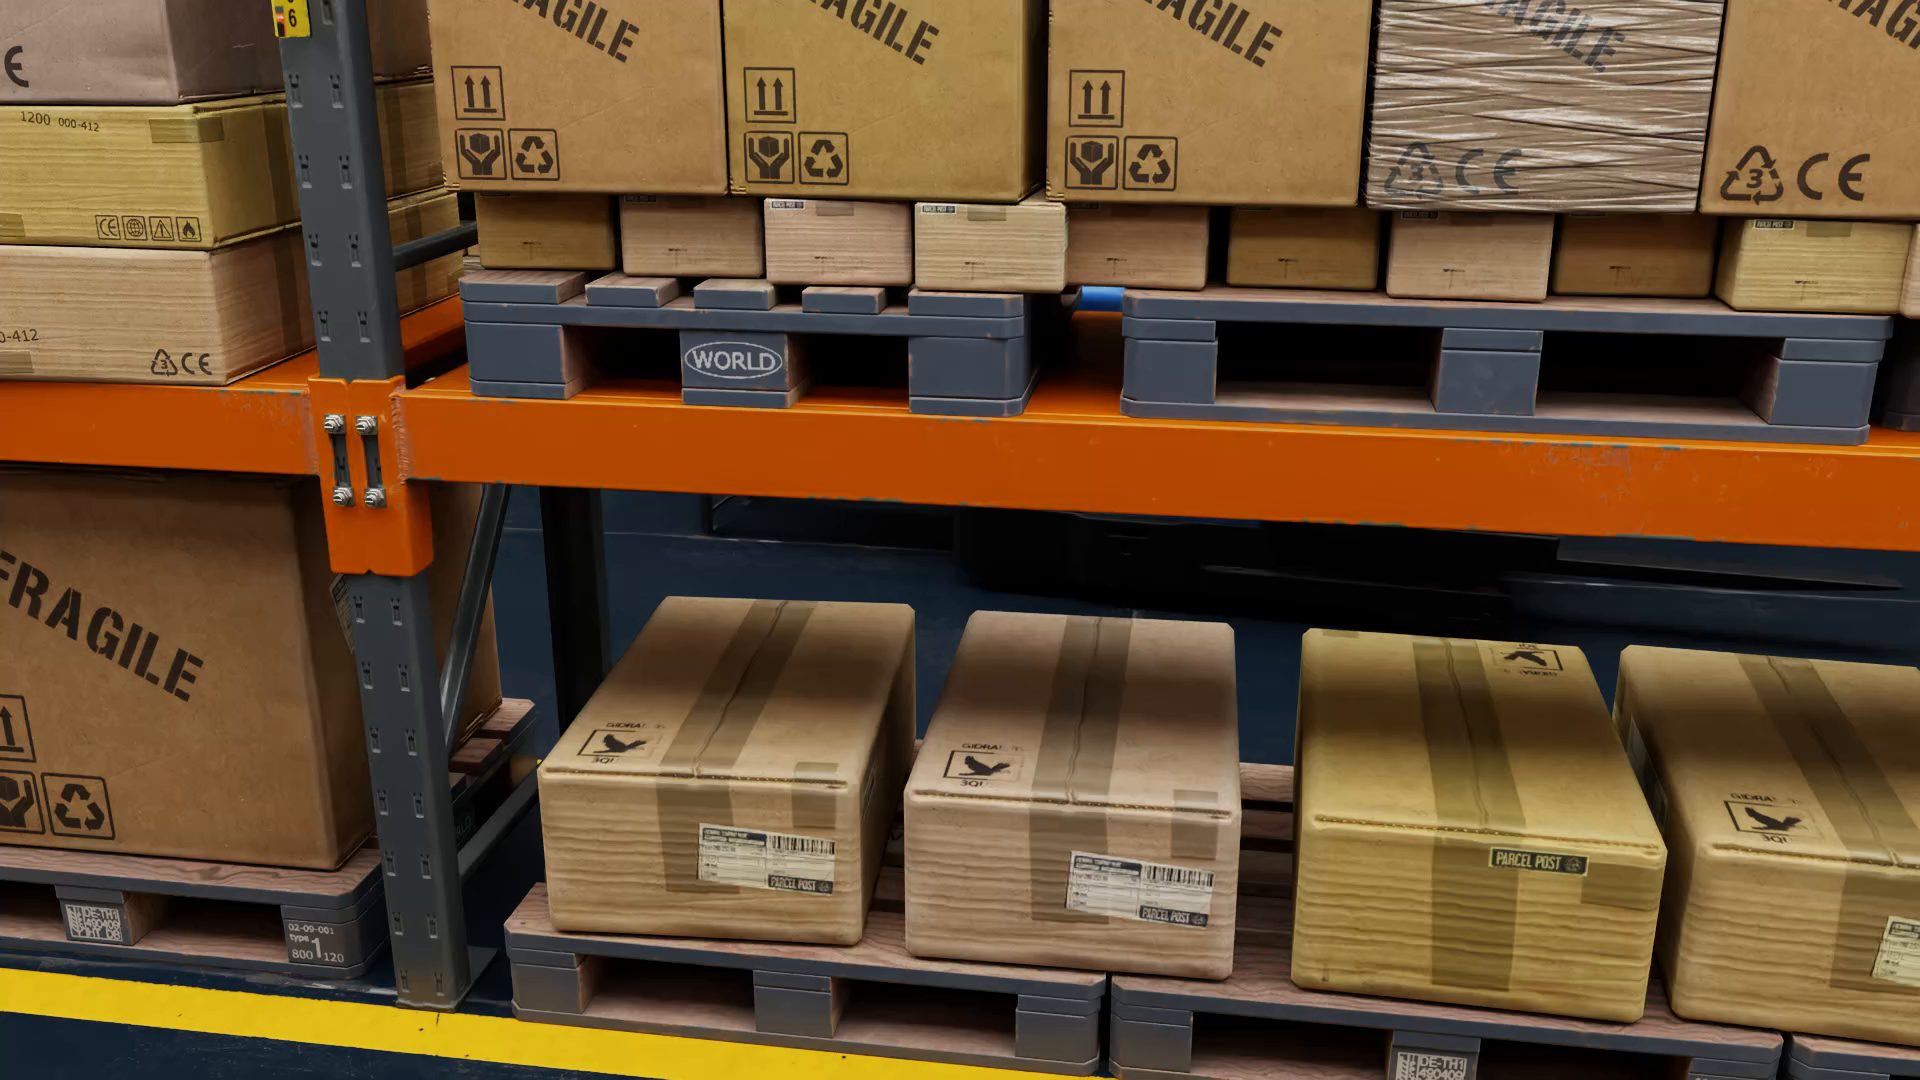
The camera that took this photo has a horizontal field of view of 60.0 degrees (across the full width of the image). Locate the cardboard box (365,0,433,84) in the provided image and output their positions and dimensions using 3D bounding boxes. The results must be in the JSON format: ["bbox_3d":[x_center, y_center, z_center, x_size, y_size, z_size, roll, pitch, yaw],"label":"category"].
[{"bbox_3d":[-1.466,-1.235,3.533,0.500,0.500,0.500,2,19,7],"label":"cardboard box"}]

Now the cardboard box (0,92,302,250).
[{"bbox_3d":[-1.537,-0.723,3.184,0.500,0.250,0.500,3,19,8],"label":"cardboard box"}]

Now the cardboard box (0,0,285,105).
[{"bbox_3d":[-1.570,-1.078,3.063,0.500,0.500,0.500,2,19,7],"label":"cardboard box"}]

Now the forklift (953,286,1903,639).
[{"bbox_3d":[1.552,-1.258,5.443,3.031,2.935,1.130,5,19,14],"label":"forklift"}]

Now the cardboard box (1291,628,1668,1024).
[{"bbox_3d":[1.016,0.541,3.438,0.625,0.372,0.950,4,19,10],"label":"cardboard box"}]

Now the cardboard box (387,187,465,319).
[{"bbox_3d":[-1.461,-0.644,3.738,0.500,0.250,0.500,3,19,8],"label":"cardboard box"}]

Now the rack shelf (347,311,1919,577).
[{"bbox_3d":[0.957,-0.170,3.218,4.000,0.370,1.077,3,19,9],"label":"rack shelf"}]

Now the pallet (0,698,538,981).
[{"bbox_3d":[-1.785,0.647,4.036,1.213,0.211,1.003,3,19,9],"label":"pallet"}]

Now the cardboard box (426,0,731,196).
[{"bbox_3d":[-0.611,-0.904,2.991,0.500,0.500,0.500,2,19,7],"label":"cardboard box"}]

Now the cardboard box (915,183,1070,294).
[{"bbox_3d":[0.078,-0.544,2.936,0.250,0.149,0.380,3,19,9],"label":"cardboard box"}]

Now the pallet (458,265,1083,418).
[{"bbox_3d":[-0.298,-0.518,3.428,1.003,0.211,1.213,3,19,9],"label":"pallet"}]

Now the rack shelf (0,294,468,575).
[{"bbox_3d":[-2.993,-0.371,3.820,4.000,0.370,1.077,3,19,9],"label":"rack shelf"}]

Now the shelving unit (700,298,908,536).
[{"bbox_3d":[-0.418,-0.585,6.280,1.048,1.125,0.538,5,19,14],"label":"shelving unit"}]

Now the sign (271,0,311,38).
[{"bbox_3d":[-1.103,-0.987,2.701,0.005,0.325,0.100,3,19,9],"label":"sign"}]

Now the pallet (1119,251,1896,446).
[{"bbox_3d":[0.943,-0.434,3.176,1.213,0.211,1.003,3,19,9],"label":"pallet"}]

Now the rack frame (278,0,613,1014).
[{"bbox_3d":[-1.018,-0.612,3.405,0.127,3.000,1.000,3,19,9],"label":"rack frame"}]

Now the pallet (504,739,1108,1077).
[{"bbox_3d":[-0.247,0.750,3.728,1.213,0.211,1.003,3,19,9],"label":"pallet"}]

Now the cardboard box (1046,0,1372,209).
[{"bbox_3d":[0.430,-0.856,2.845,0.500,0.500,0.500,3,19,10],"label":"cardboard box"}]

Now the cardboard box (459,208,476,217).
[{"bbox_3d":[-2.490,-1.710,8.941,0.250,0.149,0.380,3,19,9],"label":"cardboard box"}]

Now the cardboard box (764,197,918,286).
[{"bbox_3d":[-0.190,-0.564,2.997,0.250,0.149,0.380,2,19,5],"label":"cardboard box"}]

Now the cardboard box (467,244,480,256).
[{"bbox_3d":[-2.302,-1.538,8.427,0.250,0.149,0.380,3,19,9],"label":"cardboard box"}]

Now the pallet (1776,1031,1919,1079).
[{"bbox_3d":[2.162,0.873,3.361,1.213,0.211,1.003,3,19,9],"label":"pallet"}]

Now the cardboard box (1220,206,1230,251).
[{"bbox_3d":[0.624,-0.683,3.351,0.250,0.149,0.380,3,19,9],"label":"cardboard box"}]

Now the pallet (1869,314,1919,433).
[{"bbox_3d":[2.200,-0.404,3.085,1.213,0.211,1.003,3,19,9],"label":"pallet"}]

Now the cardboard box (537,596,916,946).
[{"bbox_3d":[-0.462,0.467,3.661,0.625,0.372,0.950,2,19,5],"label":"cardboard box"}]

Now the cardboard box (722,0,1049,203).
[{"bbox_3d":[-0.095,-0.880,2.919,0.500,0.500,0.500,4,19,11],"label":"cardboard box"}]

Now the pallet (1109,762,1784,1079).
[{"bbox_3d":[0.954,0.812,3.542,1.213,0.211,1.003,3,19,9],"label":"pallet"}]

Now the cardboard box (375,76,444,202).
[{"bbox_3d":[-1.479,-0.881,3.657,0.500,0.250,0.500,3,19,8],"label":"cardboard box"}]

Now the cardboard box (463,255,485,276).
[{"bbox_3d":[-2.212,-1.209,8.467,0.500,0.500,0.500,2,19,7],"label":"cardboard box"}]

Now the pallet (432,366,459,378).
[{"bbox_3d":[-2.167,-0.956,8.829,1.213,0.211,1.003,3,19,9],"label":"pallet"}]

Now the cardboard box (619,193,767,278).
[{"bbox_3d":[-0.453,-0.593,3.081,0.250,0.149,0.380,2,19,5],"label":"cardboard box"}]

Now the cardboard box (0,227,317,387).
[{"bbox_3d":[-1.559,-0.485,3.261,0.500,0.250,0.500,2,19,7],"label":"cardboard box"}]

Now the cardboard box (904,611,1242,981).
[{"bbox_3d":[0.268,0.501,3.557,0.625,0.372,0.950,3,19,8],"label":"cardboard box"}]

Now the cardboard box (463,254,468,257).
[{"bbox_3d":[-2.723,-1.237,8.551,0.500,0.500,0.500,2,19,7],"label":"cardboard box"}]

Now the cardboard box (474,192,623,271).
[{"bbox_3d":[-0.727,-0.617,3.155,0.250,0.149,0.380,2,19,5],"label":"cardboard box"}]

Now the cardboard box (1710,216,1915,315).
[{"bbox_3d":[1.374,-0.486,2.762,0.250,0.149,0.380,3,19,9],"label":"cardboard box"}]

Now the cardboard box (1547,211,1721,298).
[{"bbox_3d":[1.131,-0.531,2.898,0.250,0.149,0.380,2,19,7],"label":"cardboard box"}]

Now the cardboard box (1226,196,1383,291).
[{"bbox_3d":[0.614,-0.554,2.967,0.250,0.149,0.380,4,19,11],"label":"cardboard box"}]

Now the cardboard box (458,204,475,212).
[{"bbox_3d":[-2.752,-1.705,8.927,0.250,0.149,0.380,3,19,10],"label":"cardboard box"}]

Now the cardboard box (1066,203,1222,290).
[{"bbox_3d":[0.329,-0.556,2.973,0.250,0.149,0.380,4,19,12],"label":"cardboard box"}]

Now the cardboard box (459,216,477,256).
[{"bbox_3d":[-2.573,-1.542,8.441,0.250,0.149,0.380,4,19,11],"label":"cardboard box"}]

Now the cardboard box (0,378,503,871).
[{"bbox_3d":[-1.687,0.136,3.857,0.875,0.875,0.875,3,19,8],"label":"cardboard box"}]

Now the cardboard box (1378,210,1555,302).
[{"bbox_3d":[0.861,-0.521,2.866,0.250,0.149,0.380,4,19,10],"label":"cardboard box"}]

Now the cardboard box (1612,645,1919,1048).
[{"bbox_3d":[1.703,0.576,3.335,0.625,0.372,0.950,4,19,12],"label":"cardboard box"}]

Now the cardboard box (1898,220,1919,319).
[{"bbox_3d":[1.609,-0.462,2.691,0.250,0.149,0.380,3,19,9],"label":"cardboard box"}]

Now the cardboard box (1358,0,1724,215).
[{"bbox_3d":[0.923,-0.828,2.763,0.500,0.500,0.500,2,19,7],"label":"cardboard box"}]

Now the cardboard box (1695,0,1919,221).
[{"bbox_3d":[1.440,-0.802,2.685,0.500,0.500,0.500,4,19,11],"label":"cardboard box"}]

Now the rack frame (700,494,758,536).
[{"bbox_3d":[-0.909,-0.627,6.405,0.032,1.125,0.500,5,19,14],"label":"rack frame"}]
